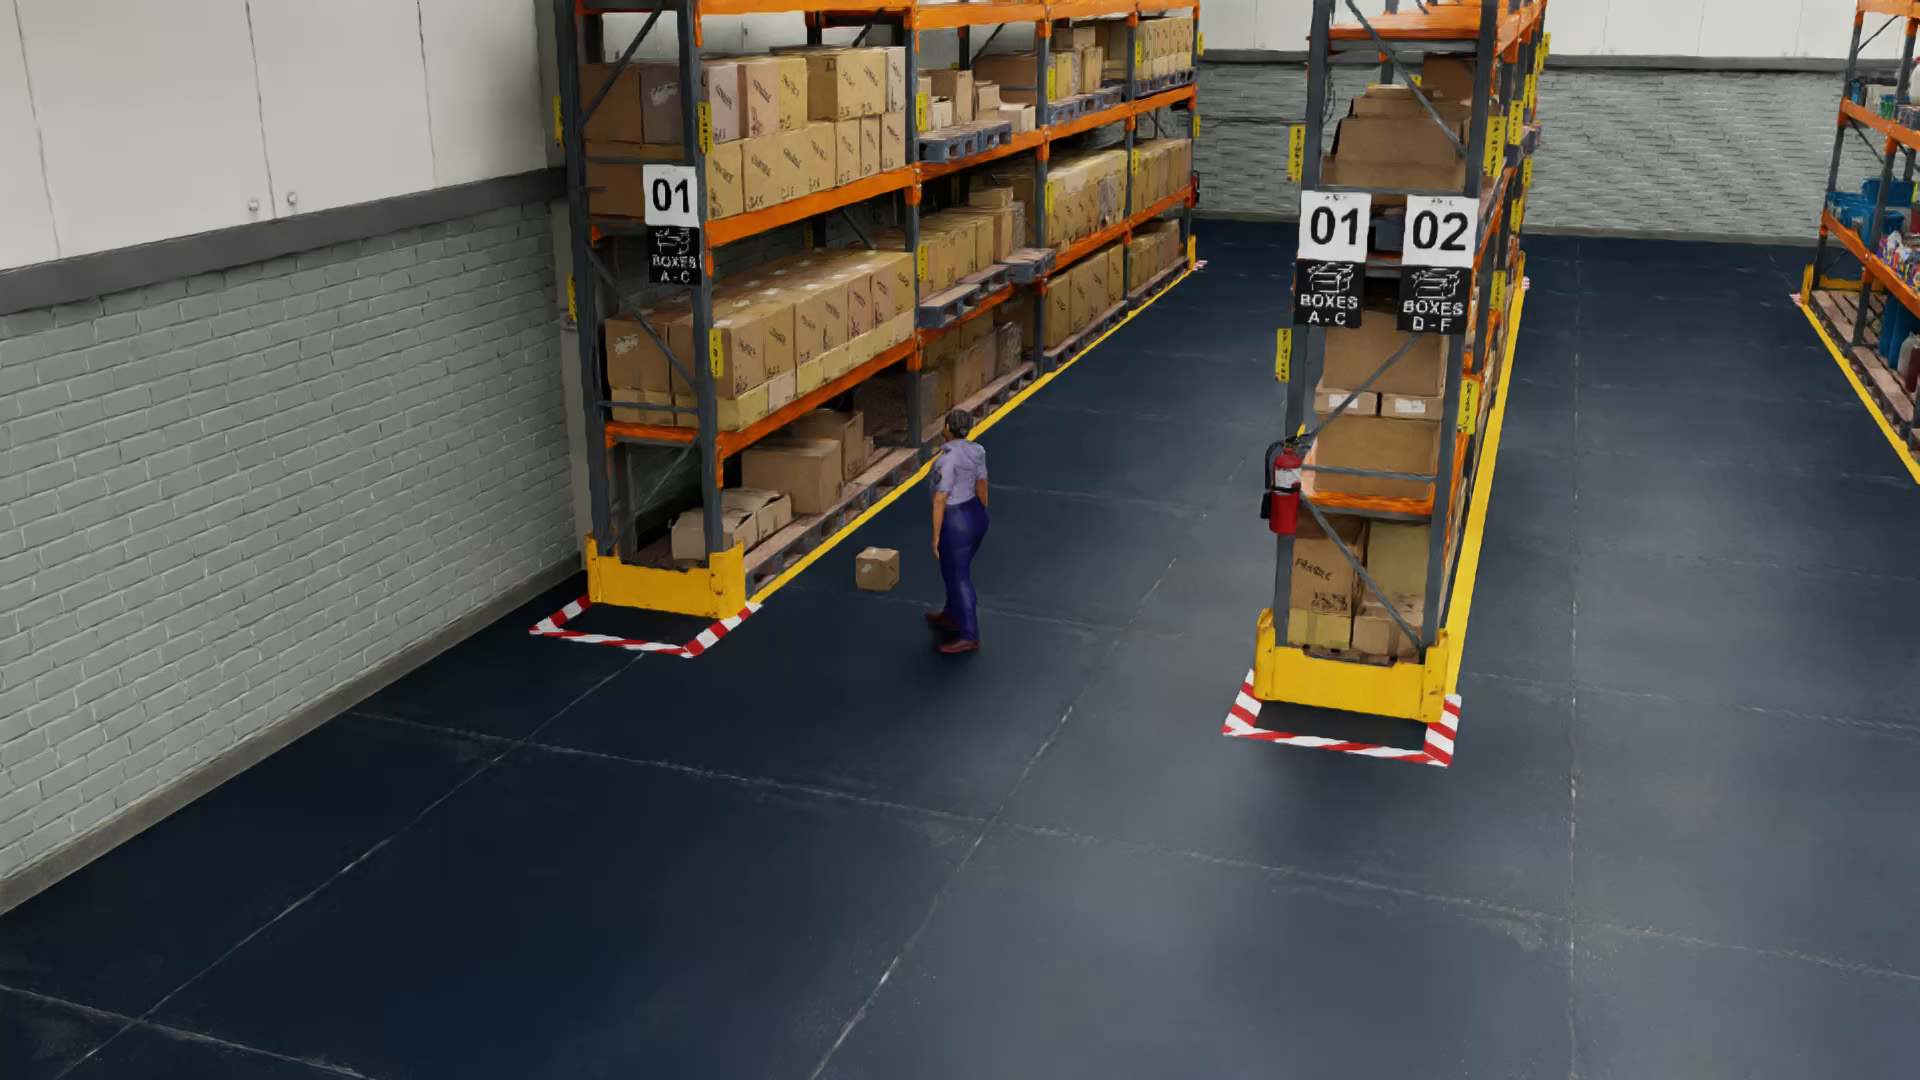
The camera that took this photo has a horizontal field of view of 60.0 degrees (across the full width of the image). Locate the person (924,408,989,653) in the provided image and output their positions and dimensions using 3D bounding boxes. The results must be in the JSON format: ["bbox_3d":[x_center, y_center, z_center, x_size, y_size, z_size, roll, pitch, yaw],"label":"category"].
[{"bbox_3d":[-0.051,-0.110,11.376,0.604,1.629,0.664,11,22,29],"label":"person"}]
